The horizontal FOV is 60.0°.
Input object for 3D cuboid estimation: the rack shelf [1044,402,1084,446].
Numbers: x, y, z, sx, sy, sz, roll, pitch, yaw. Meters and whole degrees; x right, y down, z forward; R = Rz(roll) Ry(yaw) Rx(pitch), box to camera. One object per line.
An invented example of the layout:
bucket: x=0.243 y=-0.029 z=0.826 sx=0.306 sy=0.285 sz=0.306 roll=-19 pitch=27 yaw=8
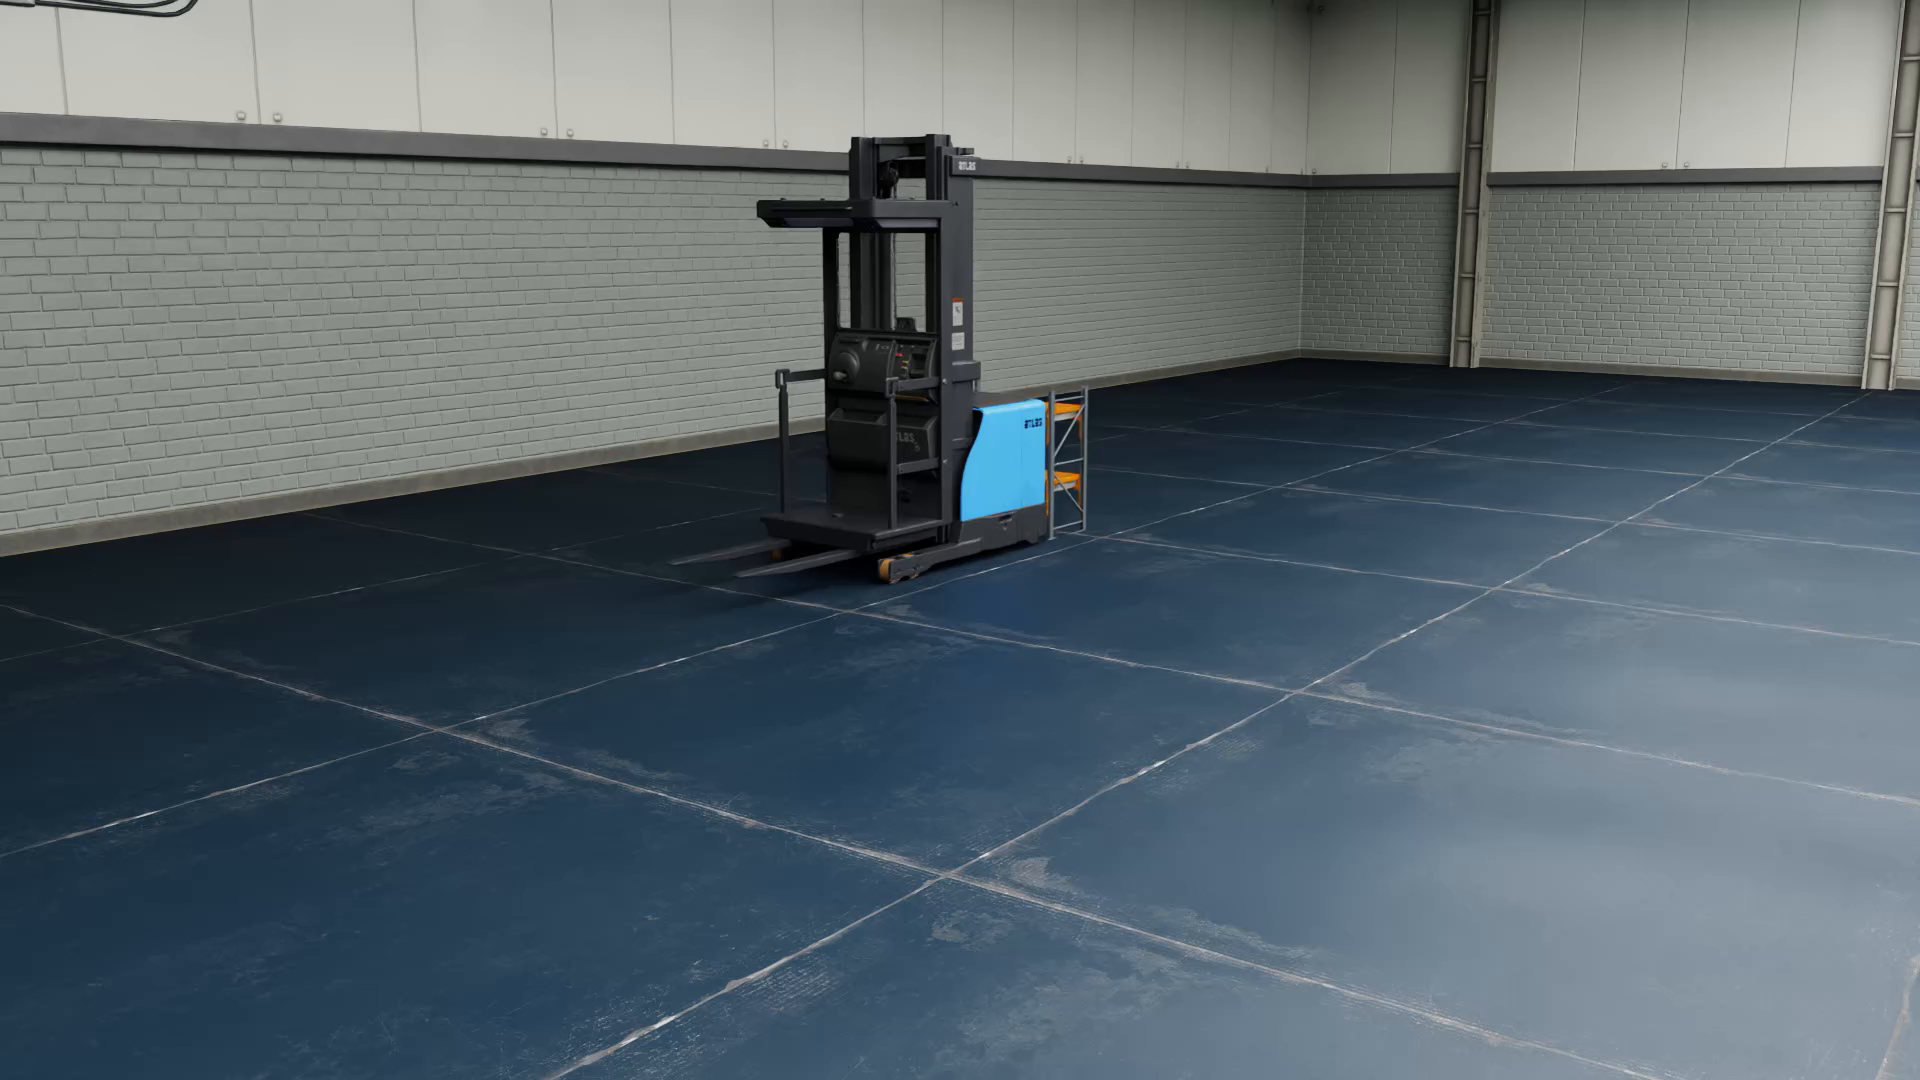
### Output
rack shelf: x=0.407 y=-0.934 z=12.855 sx=1.000 sy=0.278 sz=0.538 roll=8 pitch=14 yaw=36

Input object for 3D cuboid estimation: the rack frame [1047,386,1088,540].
rack frame: x=0.815 y=-0.589 z=12.613 sx=0.032 sy=1.125 sz=0.500 roll=8 pitch=14 yaw=36

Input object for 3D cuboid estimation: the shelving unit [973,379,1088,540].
shelving unit: x=0.407 y=-0.647 z=12.911 sx=1.048 sy=1.125 sz=0.538 roll=8 pitch=14 yaw=36

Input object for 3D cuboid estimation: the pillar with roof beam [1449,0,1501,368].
pillar with roof beam: x=5.693 y=-6.592 z=22.910 sx=0.400 sy=9.000 sz=9.100 roll=8 pitch=13 yaw=36

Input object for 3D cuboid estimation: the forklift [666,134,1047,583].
forklift: x=-0.669 y=-1.258 z=11.315 sx=1.130 sy=2.935 sz=3.031 roll=9 pitch=14 yaw=38

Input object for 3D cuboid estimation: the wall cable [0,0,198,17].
wall cable: x=-6.363 y=-6.083 z=11.329 sx=0.169 sy=6.003 sz=2.305 roll=8 pitch=13 yaw=36

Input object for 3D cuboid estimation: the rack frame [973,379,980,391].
rack frame: x=0.000 y=-0.704 z=13.209 sx=0.032 sy=1.125 sz=0.500 roll=8 pitch=14 yaw=36

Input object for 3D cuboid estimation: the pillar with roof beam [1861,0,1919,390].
pillar with roof beam: x=10.529 y=-5.917 z=19.424 sx=0.400 sy=9.000 sz=9.100 roll=8 pitch=13 yaw=36

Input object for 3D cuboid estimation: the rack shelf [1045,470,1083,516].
rack shelf: x=0.407 y=-0.407 z=12.957 sx=1.000 sy=0.278 sz=0.538 roll=8 pitch=14 yaw=36
